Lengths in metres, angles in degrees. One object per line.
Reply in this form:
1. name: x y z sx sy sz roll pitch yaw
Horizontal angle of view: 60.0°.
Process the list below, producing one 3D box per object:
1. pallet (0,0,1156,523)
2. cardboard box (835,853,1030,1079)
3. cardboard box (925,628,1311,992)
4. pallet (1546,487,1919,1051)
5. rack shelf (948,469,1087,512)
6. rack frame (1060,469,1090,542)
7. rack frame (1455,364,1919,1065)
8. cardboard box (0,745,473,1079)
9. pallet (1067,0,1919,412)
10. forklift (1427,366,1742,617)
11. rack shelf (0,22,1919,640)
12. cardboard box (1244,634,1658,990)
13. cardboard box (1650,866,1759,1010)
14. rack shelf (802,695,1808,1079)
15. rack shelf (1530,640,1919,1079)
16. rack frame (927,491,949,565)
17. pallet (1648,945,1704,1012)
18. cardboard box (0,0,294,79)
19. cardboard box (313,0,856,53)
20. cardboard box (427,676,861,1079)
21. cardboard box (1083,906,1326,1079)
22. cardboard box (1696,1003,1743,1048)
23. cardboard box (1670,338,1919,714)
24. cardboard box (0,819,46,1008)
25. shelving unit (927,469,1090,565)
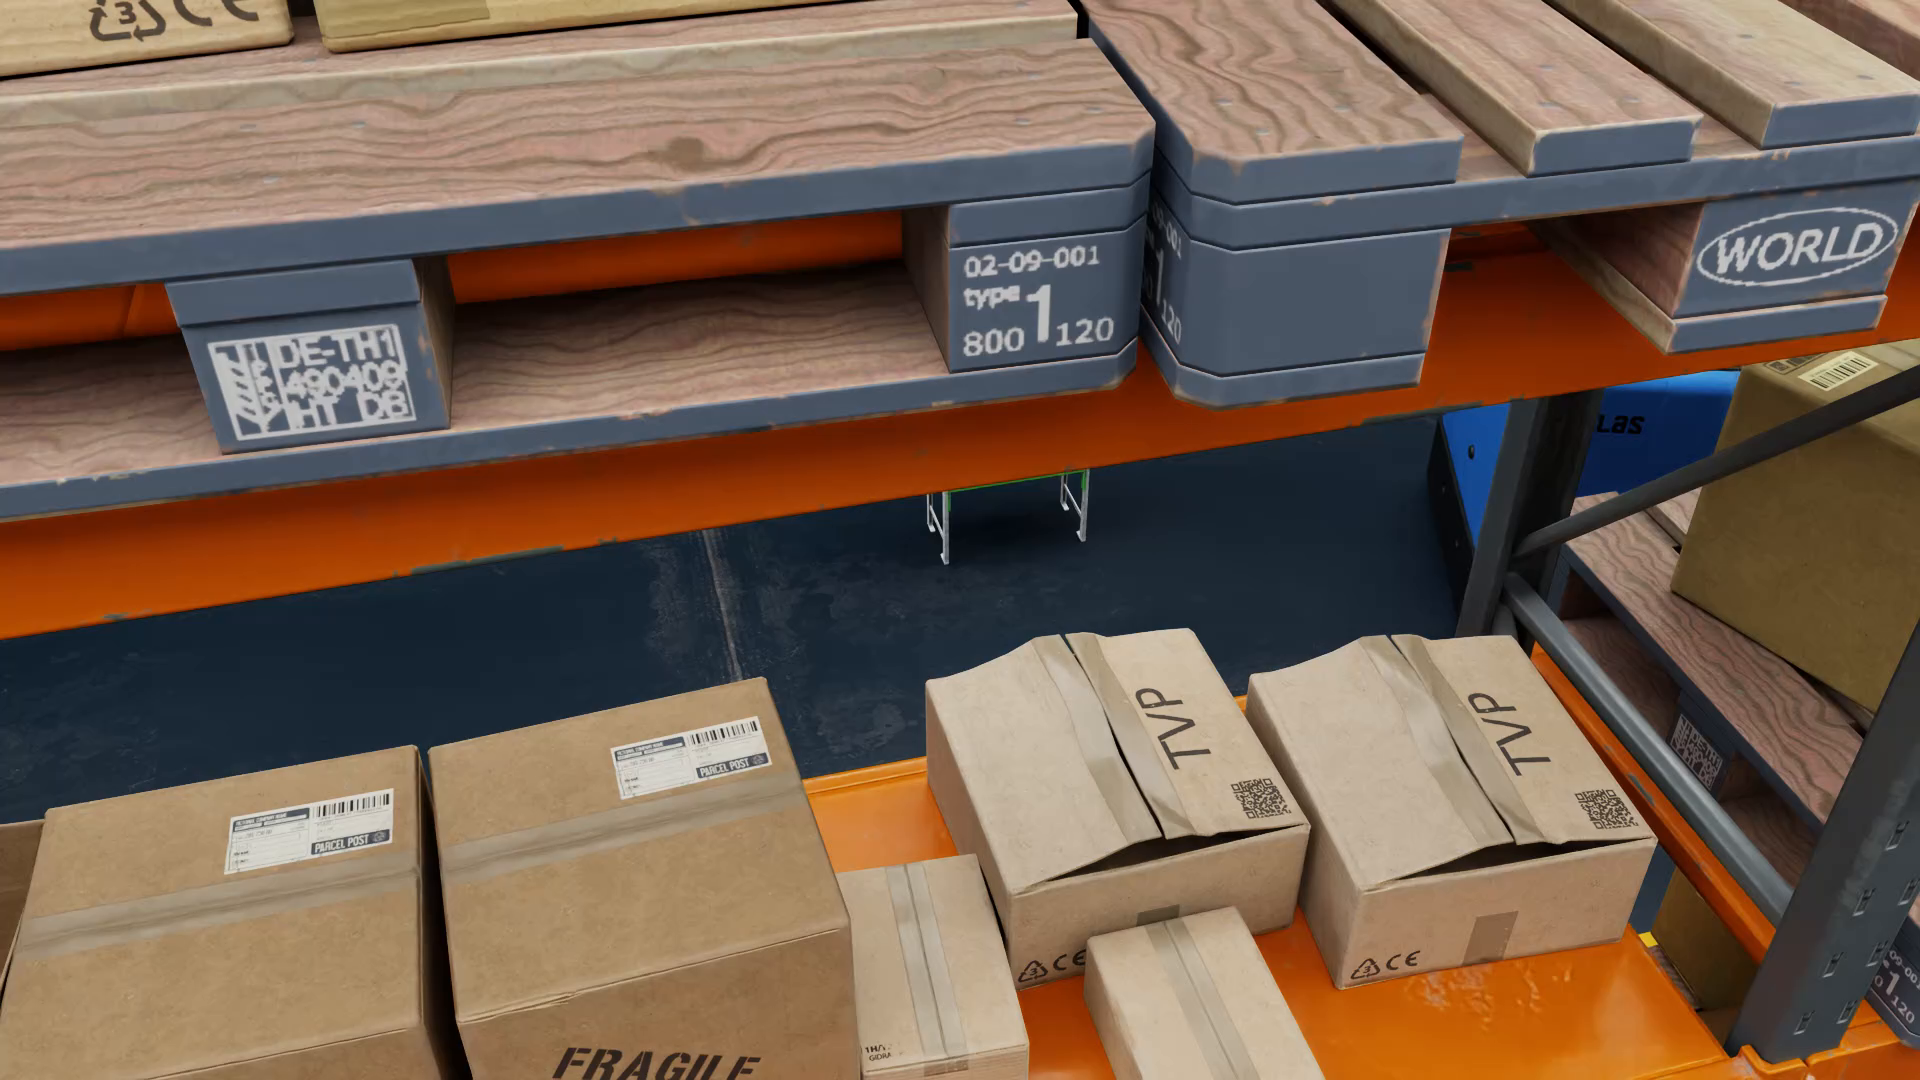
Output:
1. pallet: -0.550 -0.422 1.519 1.213 0.211 1.003 -8 38 -10
2. cardboard box: -0.056 0.691 2.585 0.250 0.149 0.380 -7 38 -9
3. cardboard box: 0.247 0.419 2.806 0.500 0.311 0.500 -10 38 -12
4. pallet: 1.797 0.284 3.068 1.003 0.211 1.213 -9 38 -12
5. rack shelf: 0.160 -0.261 5.604 0.480 0.148 0.258 -9 38 -12
6. rack frame: 0.395 -0.541 5.470 0.015 1.200 0.240 -9 38 -12
7. rack frame: 1.161 0.356 2.816 0.127 3.000 1.000 -9 38 -12
8. cardboard box: -0.963 0.675 2.317 0.500 0.500 0.500 -9 38 -12
9. pallet: 0.529 -0.601 1.753 1.003 0.211 1.213 -8 38 -10
10. forklift: 3.135 -0.998 4.643 3.031 2.935 1.130 3 38 4
11. rack shelf: -0.770 -0.233 1.709 4.000 0.370 1.077 -9 38 -12
12. cardboard box: 0.798 0.423 2.801 0.500 0.311 0.500 -7 38 -9
13. cardboard box: 2.002 0.888 3.815 0.500 0.500 0.500 -8 38 -10
14. rack shelf: -0.770 0.958 2.620 4.000 0.370 1.077 -9 38 -12
15. rack shelf: 3.091 0.325 3.449 4.000 0.370 1.077 -9 38 -12
16. rack frame: -0.076 -0.464 5.369 0.015 1.200 0.240 -9 38 -12
17. pallet: 1.891 1.367 3.789 1.213 0.211 1.003 -9 38 -12
18. cardboard box: -0.839 -0.576 1.343 0.500 0.250 0.500 -12 39 -16
19. cardboard box: -0.319 -0.660 1.453 0.500 0.250 0.500 -10 39 -13
20. cardboard box: -0.455 0.592 2.426 0.500 0.500 0.500 -11 39 -14
21. cardboard box: 0.364 0.760 2.494 0.250 0.149 0.380 -9 38 -12
22. cardboard box: 1.675 1.270 3.317 0.500 0.500 0.500 -8 38 -10
23. cardboard box: 1.739 -0.016 2.875 0.500 0.500 0.700 -23 43 -27
24. cardboard box: -1.447 0.754 2.213 0.500 0.500 0.500 -7 38 -9
25. shelving unit: 0.160 -0.503 5.420 0.503 1.200 0.258 -9 38 -12
